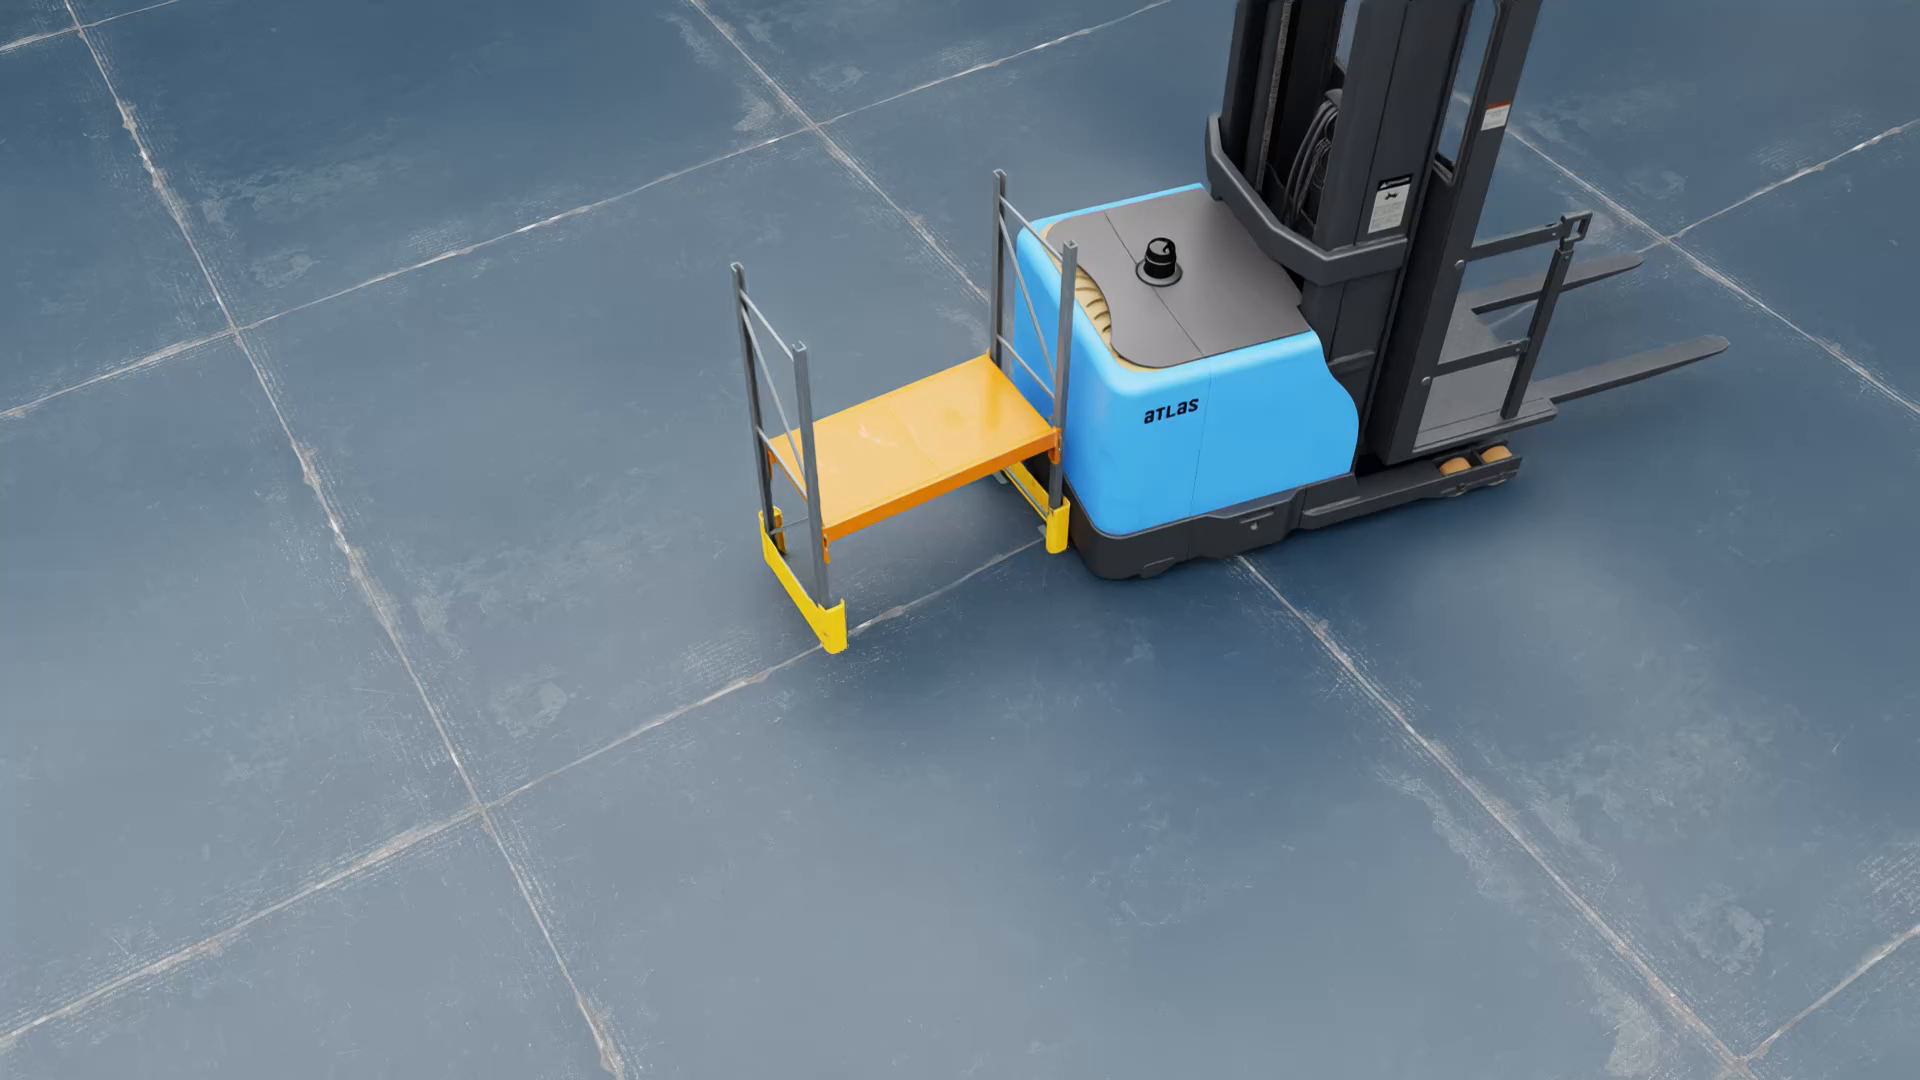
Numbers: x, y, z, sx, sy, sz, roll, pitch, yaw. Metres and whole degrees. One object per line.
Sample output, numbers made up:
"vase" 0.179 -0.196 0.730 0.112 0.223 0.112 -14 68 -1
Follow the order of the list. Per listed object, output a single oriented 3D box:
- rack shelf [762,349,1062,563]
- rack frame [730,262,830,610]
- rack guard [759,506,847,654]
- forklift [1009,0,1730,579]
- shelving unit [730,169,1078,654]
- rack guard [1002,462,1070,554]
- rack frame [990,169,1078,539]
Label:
"rack shelf" -0.183 -0.330 6.226 1.000 0.185 0.538 -24 52 -20
"rack frame" -0.622 -0.257 5.920 0.032 1.500 0.500 -24 52 -20
"rack guard" -0.605 0.151 6.393 0.087 0.250 0.587 -24 52 -20
"forklift" 1.776 -1.509 6.076 3.031 2.935 1.130 -15 50 -13
"shelving unit" -0.175 -0.453 6.094 1.083 1.500 0.587 -24 52 -20
"rack guard" 0.254 -0.225 6.729 0.087 0.250 0.587 -24 52 -20
"rack frame" 0.255 -0.642 6.262 0.032 1.500 0.500 -24 52 -20
